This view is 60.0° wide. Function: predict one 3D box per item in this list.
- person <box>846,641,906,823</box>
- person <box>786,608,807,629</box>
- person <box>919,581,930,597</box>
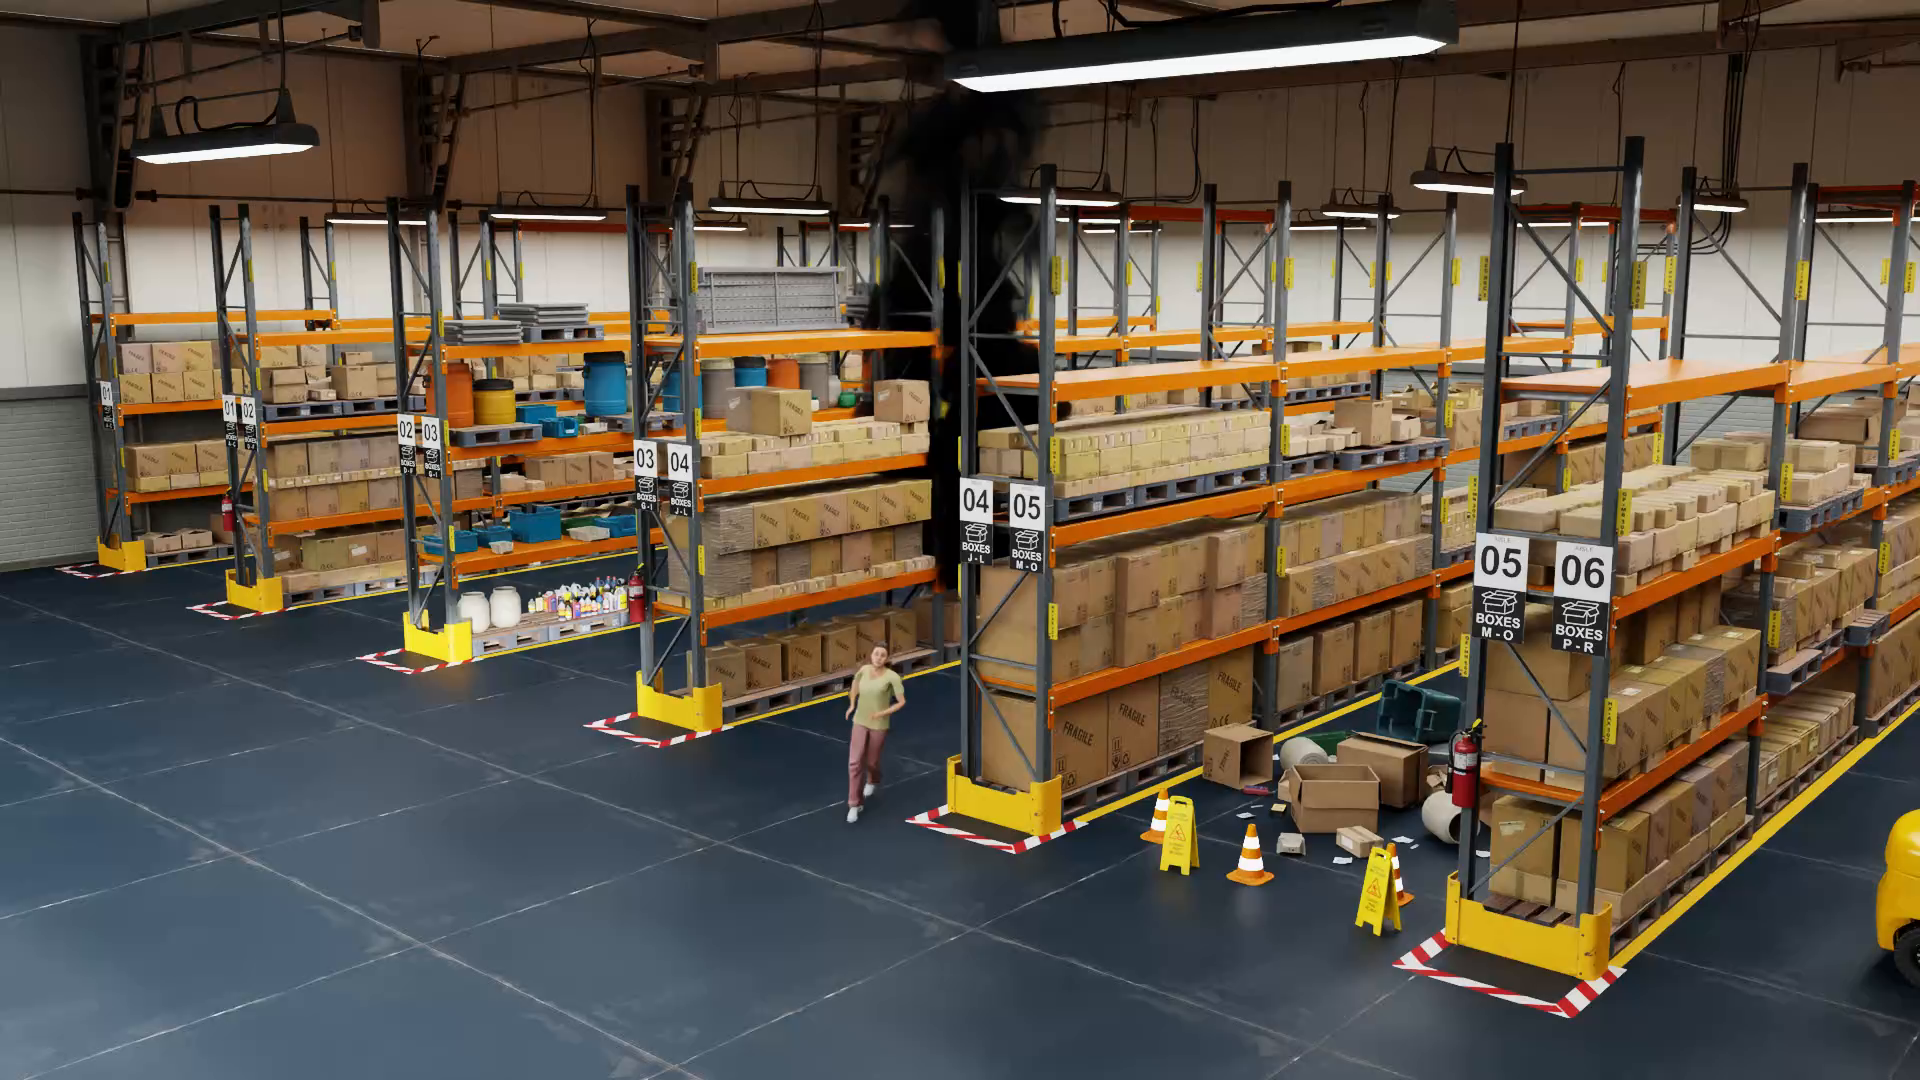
[{"bbox_3d":[-0.786,1.765,15.747,0.595,1.674,0.821,2,10,14],"label":"person"},{"bbox_3d":[-2.322,0.571,22.913,0.635,1.683,0.841,5,11,30],"label":"person"},{"bbox_3d":[-0.445,0.089,25.425,0.617,1.611,0.745,6,11,32],"label":"person"}]
